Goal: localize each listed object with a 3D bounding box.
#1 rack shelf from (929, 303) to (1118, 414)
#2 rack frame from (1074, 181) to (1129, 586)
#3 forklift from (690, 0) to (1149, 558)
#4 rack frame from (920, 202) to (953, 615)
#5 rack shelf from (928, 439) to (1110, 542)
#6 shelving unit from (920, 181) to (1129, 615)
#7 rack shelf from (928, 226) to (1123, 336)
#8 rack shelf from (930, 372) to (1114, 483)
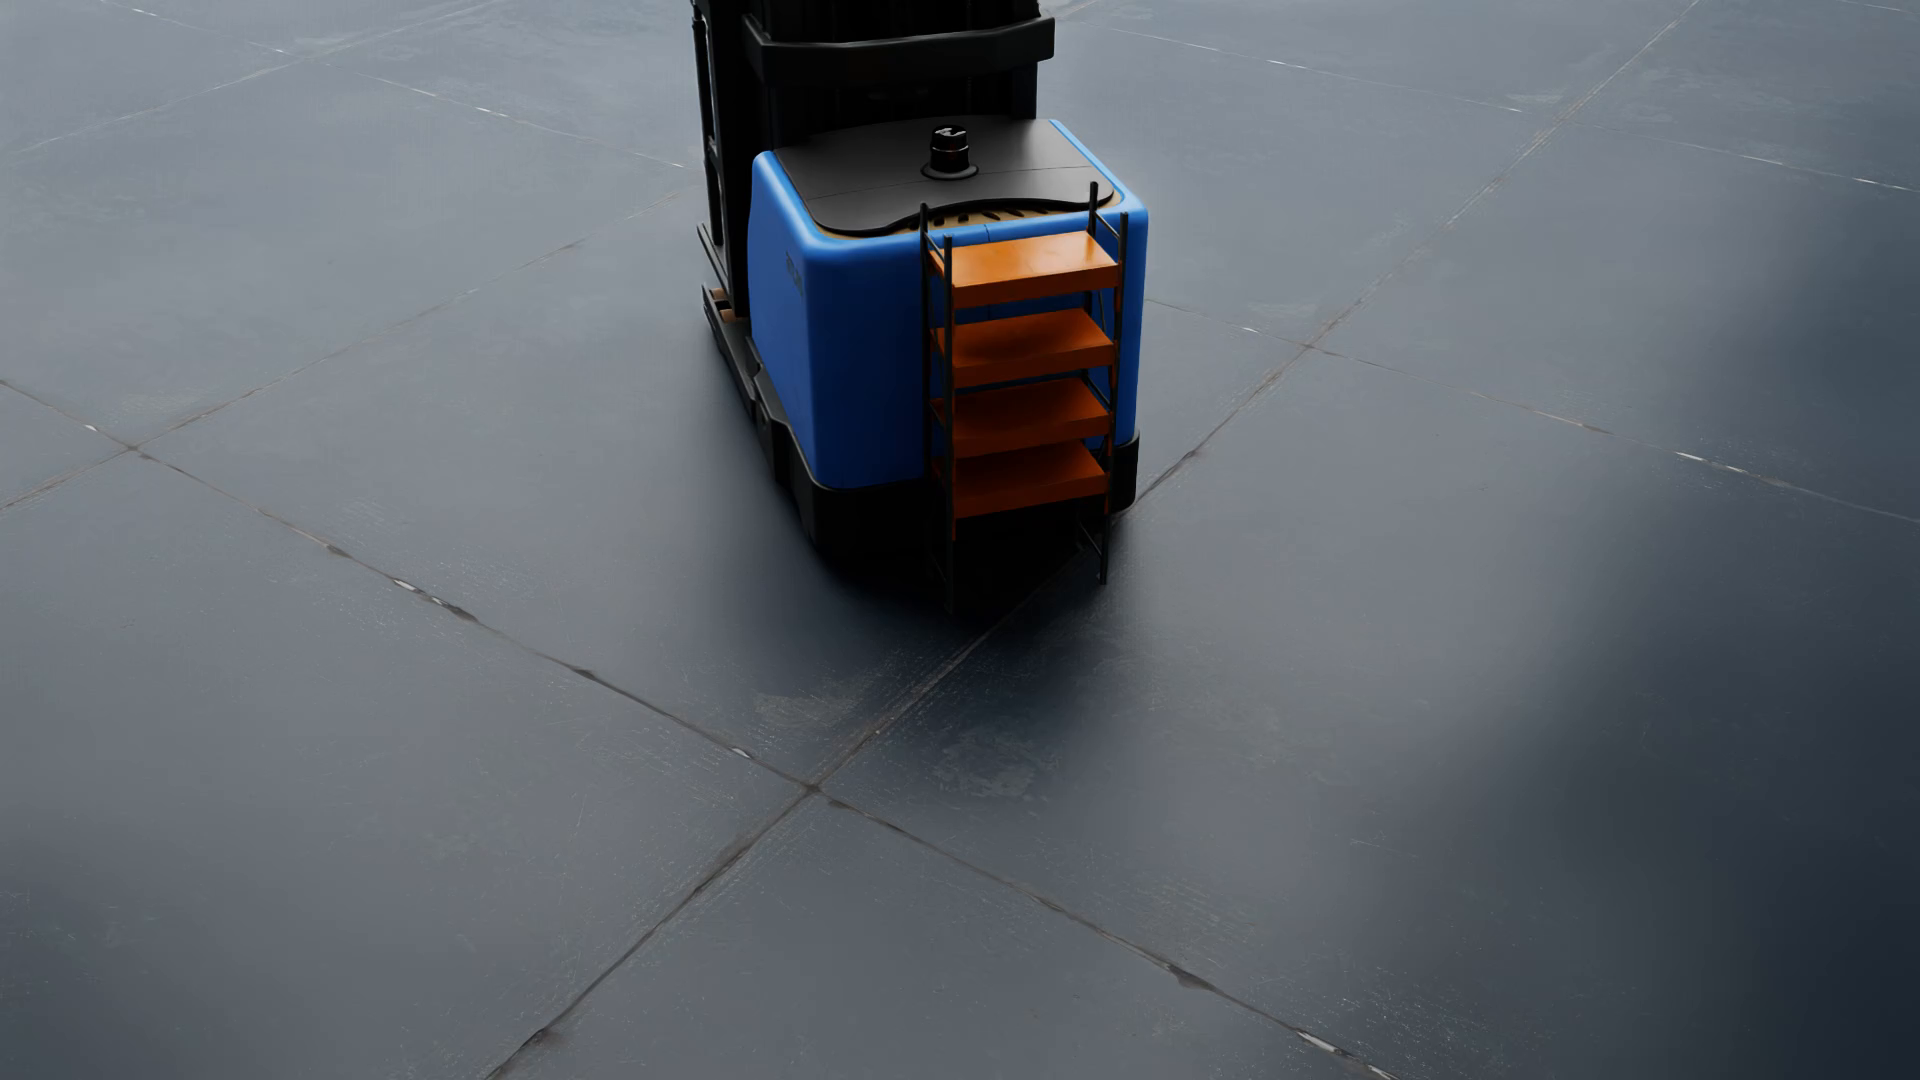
[{"bbox_3d":[0.169,-0.512,4.657,0.480,0.148,0.258,-10,35,-15],"label":"rack shelf"},{"bbox_3d":[0.401,-0.424,4.806,0.015,1.200,0.240,-10,35,-15],"label":"rack frame"},{"bbox_3d":[-0.361,-1.980,5.562,1.130,2.935,3.031,-10,35,-14],"label":"forklift"},{"bbox_3d":[-0.063,-0.341,4.683,0.015,1.200,0.240,-10,35,-15],"label":"rack frame"},{"bbox_3d":[0.169,-0.162,4.893,0.480,0.148,0.258,-10,35,-15],"label":"rack shelf"},{"bbox_3d":[0.169,-0.382,4.744,0.503,1.200,0.258,-10,35,-15],"label":"shelving unit"},{"bbox_3d":[0.169,-0.708,4.524,0.480,0.148,0.258,-10,35,-15],"label":"rack shelf"},{"bbox_3d":[0.169,-0.327,4.782,0.480,0.148,0.258,-10,35,-15],"label":"rack shelf"}]
